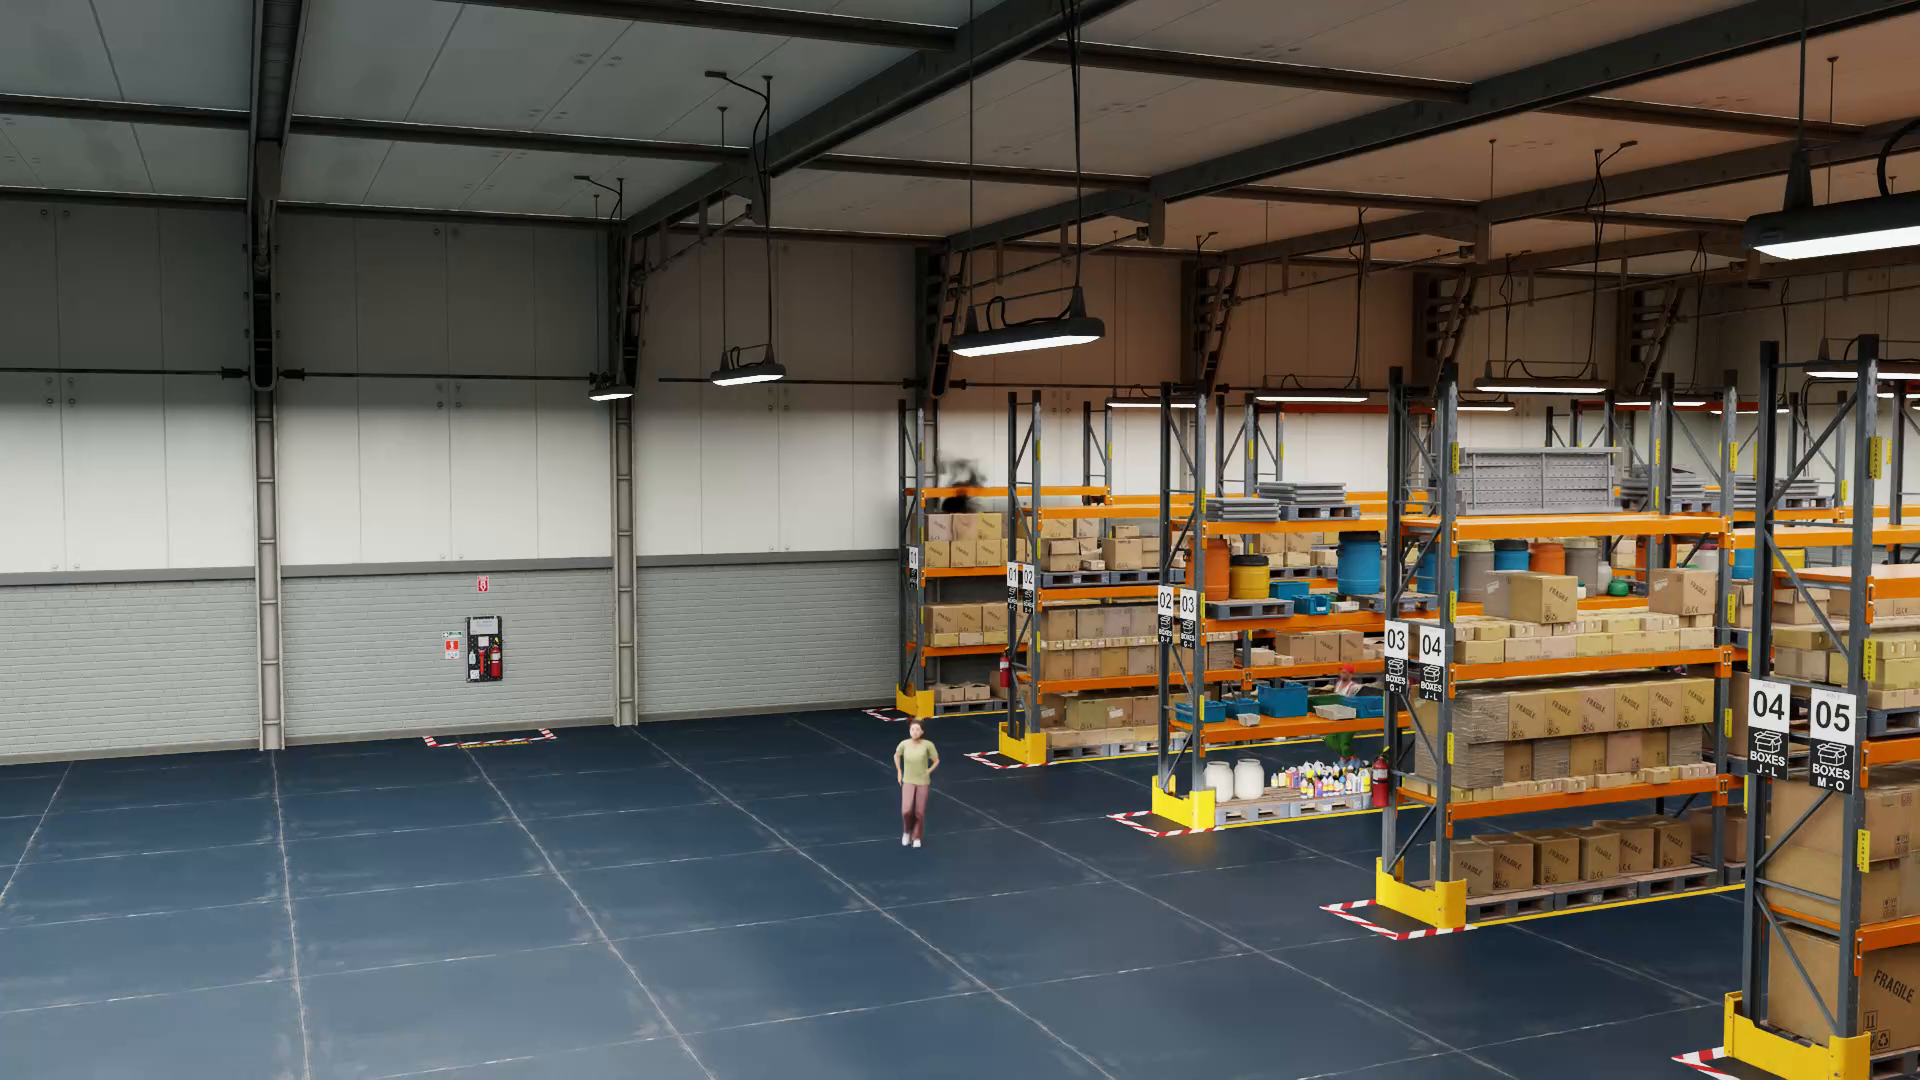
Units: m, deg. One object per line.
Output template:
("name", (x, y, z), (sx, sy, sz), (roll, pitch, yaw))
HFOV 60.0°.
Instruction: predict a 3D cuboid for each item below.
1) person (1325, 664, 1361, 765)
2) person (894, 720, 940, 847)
("person", (5.916, 2.782, 25.710), (0.583, 1.740, 0.651), (-2, 4, -33))
("person", (-0.552, 3.102, 21.108), (0.587, 1.641, 0.564), (0, 3, 1))
